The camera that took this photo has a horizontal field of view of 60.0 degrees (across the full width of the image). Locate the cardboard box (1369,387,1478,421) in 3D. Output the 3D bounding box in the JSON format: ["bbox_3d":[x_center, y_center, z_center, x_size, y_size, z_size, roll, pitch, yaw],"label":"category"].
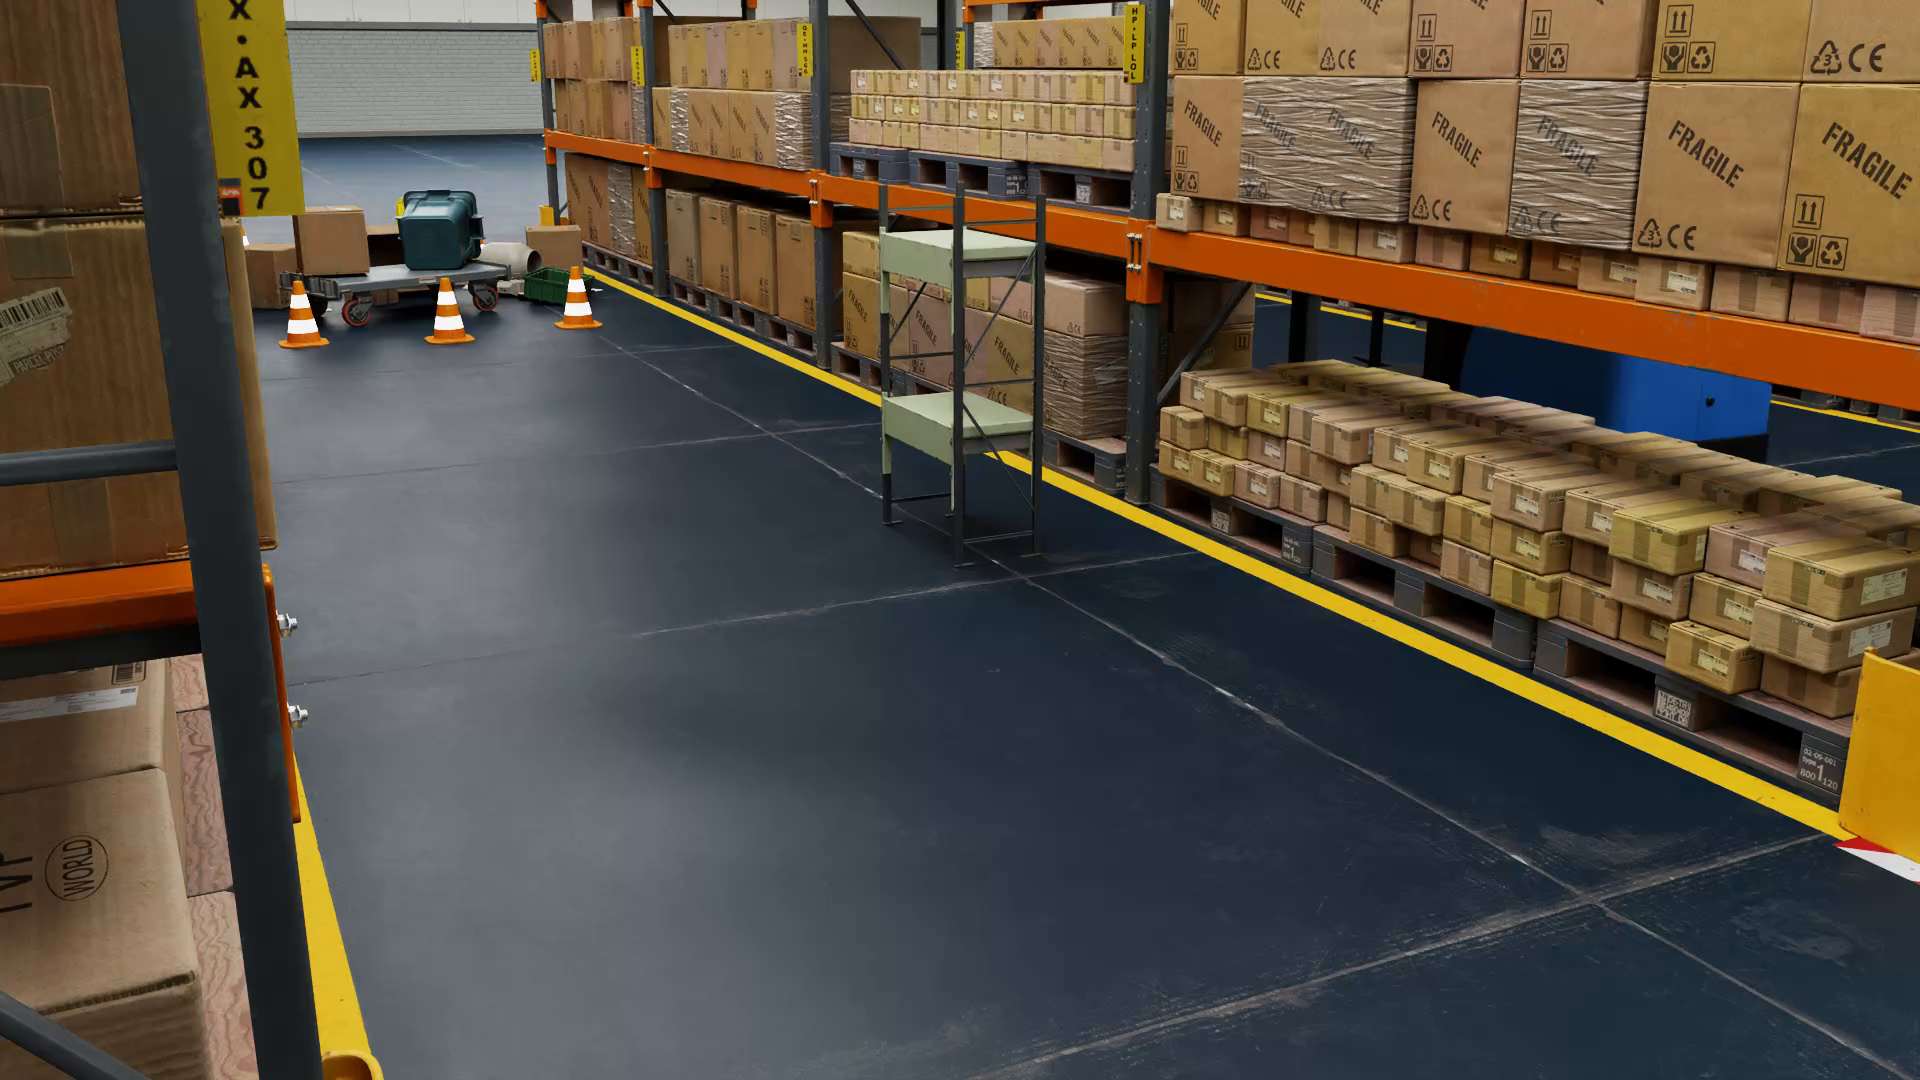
[{"bbox_3d":[1.951,-0.537,7.012,0.380,0.149,0.250,-7,17,-23],"label":"cardboard box"}]

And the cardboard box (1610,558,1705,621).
[{"bbox_3d":[2.290,0.123,5.252,0.380,0.149,0.250,-8,18,-27],"label":"cardboard box"}]

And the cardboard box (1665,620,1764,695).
[{"bbox_3d":[2.385,0.334,5.055,0.380,0.149,0.250,-7,17,-23],"label":"cardboard box"}]

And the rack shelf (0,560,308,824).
[{"bbox_3d":[-2.275,-0.204,3.829,1.077,0.370,4.000,-8,18,-25],"label":"rack shelf"}]

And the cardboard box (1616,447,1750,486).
[{"bbox_3d":[2.563,-0.219,5.905,0.380,0.149,0.250,-7,17,-23],"label":"cardboard box"}]

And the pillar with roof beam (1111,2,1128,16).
[{"bbox_3d":[0.559,-15.260,44.114,9.100,9.000,0.400,-8,18,-25],"label":"pillar with roof beam"}]

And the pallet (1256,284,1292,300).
[{"bbox_3d":[3.134,-2.391,15.201,1.003,0.211,1.213,-8,18,-25],"label":"pallet"}]

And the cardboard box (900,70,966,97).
[{"bbox_3d":[-0.130,-2.697,9.826,0.380,0.149,0.250,-8,18,-27],"label":"cardboard box"}]

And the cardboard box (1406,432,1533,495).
[{"bbox_3d":[1.881,-0.286,6.137,0.380,0.149,0.250,-8,18,-25],"label":"cardboard box"}]

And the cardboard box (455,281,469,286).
[{"bbox_3d":[-4.659,-2.542,15.629,0.396,0.266,0.258,-5,17,-15],"label":"cardboard box"}]

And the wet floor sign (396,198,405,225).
[{"bbox_3d":[-5.795,-3.281,17.514,0.267,0.644,0.232,-11,20,-34],"label":"wet floor sign"}]

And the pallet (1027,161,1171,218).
[{"bbox_3d":[1.050,-1.784,8.378,1.003,0.211,1.213,-8,18,-25],"label":"pallet"}]

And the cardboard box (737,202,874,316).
[{"bbox_3d":[-1.070,-2.160,12.656,1.050,0.750,0.750,-7,18,-24],"label":"cardboard box"}]

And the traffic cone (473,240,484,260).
[{"bbox_3d":[-5.046,-3.122,17.292,0.336,0.463,0.334,-8,18,-25],"label":"traffic cone"}]

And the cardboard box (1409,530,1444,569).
[{"bbox_3d":[1.914,0.001,6.217,0.380,0.149,0.250,-7,17,-23],"label":"cardboard box"}]

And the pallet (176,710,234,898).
[{"bbox_3d":[-2.350,0.795,4.097,1.003,0.211,1.213,-8,18,-25],"label":"pallet"}]

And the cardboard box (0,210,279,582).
[{"bbox_3d":[-1.351,-0.256,2.524,0.500,0.500,0.500,-8,18,-25],"label":"cardboard box"}]

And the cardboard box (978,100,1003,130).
[{"bbox_3d":[0.322,-2.295,8.964,0.380,0.149,0.250,-8,18,-25],"label":"cardboard box"}]

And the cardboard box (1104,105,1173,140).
[{"bbox_3d":[0.903,-1.968,7.826,0.380,0.149,0.250,-7,17,-23],"label":"cardboard box"}]

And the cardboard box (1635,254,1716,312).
[{"bbox_3d":[2.279,-0.790,5.023,0.380,0.149,0.250,-7,17,-23],"label":"cardboard box"}]

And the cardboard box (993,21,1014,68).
[{"bbox_3d":[0.709,-5.597,18.782,0.500,0.500,0.500,-8,18,-25],"label":"cardboard box"}]

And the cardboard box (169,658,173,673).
[{"bbox_3d":[-2.972,0.152,5.166,0.875,0.438,0.875,-8,18,-26],"label":"cardboard box"}]

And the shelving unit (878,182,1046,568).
[{"bbox_3d":[-0.003,-0.723,7.050,0.431,1.500,0.755,-8,18,-25],"label":"shelving unit"}]

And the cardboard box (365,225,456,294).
[{"bbox_3d":[-4.946,-2.526,14.896,0.797,0.637,0.503,-8,18,-25],"label":"cardboard box"}]

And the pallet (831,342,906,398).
[{"bbox_3d":[-0.157,-1.127,10.795,1.003,0.211,1.213,-8,18,-25],"label":"pallet"}]

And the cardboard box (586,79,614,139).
[{"bbox_3d":[-3.137,-4.216,16.233,0.875,0.550,0.500,-8,18,-25],"label":"cardboard box"}]

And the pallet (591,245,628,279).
[{"bbox_3d":[-3.051,-2.814,16.673,1.003,0.211,1.213,-8,18,-25],"label":"pallet"}]

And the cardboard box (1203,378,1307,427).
[{"bbox_3d":[1.287,-0.601,7.235,0.380,0.149,0.250,-7,17,-22],"label":"cardboard box"}]

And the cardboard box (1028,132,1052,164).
[{"bbox_3d":[0.571,-2.014,8.523,0.380,0.149,0.250,-9,18,-28],"label":"cardboard box"}]

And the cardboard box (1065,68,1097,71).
[{"bbox_3d":[1.614,-4.777,17.740,0.875,0.500,0.500,-8,18,-25],"label":"cardboard box"}]

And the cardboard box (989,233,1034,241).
[{"bbox_3d":[0.268,-1.760,10.357,0.500,0.250,0.500,-7,18,-24],"label":"cardboard box"}]

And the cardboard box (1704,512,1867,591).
[{"bbox_3d":[2.489,0.035,5.019,0.380,0.149,0.250,-7,18,-24],"label":"cardboard box"}]

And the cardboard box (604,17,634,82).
[{"bbox_3d":[-2.726,-4.462,15.132,0.875,0.550,0.550,-8,18,-25],"label":"cardboard box"}]

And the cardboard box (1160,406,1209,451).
[{"bbox_3d":[1.126,-0.515,7.476,0.380,0.149,0.250,-7,17,-22],"label":"cardboard box"}]

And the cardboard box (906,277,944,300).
[{"bbox_3d":[0.014,-1.572,9.701,0.500,0.250,0.500,-8,18,-24],"label":"cardboard box"}]

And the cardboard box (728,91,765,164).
[{"bbox_3d":[-1.373,-3.036,12.212,0.500,0.500,0.500,-8,18,-26],"label":"cardboard box"}]

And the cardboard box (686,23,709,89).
[{"bbox_3d":[-1.800,-3.932,13.520,0.700,0.500,0.500,-8,18,-26],"label":"cardboard box"}]

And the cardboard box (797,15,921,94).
[{"bbox_3d":[-0.686,-3.302,11.326,0.700,0.500,0.500,-8,18,-25],"label":"cardboard box"}]

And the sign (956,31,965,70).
[{"bbox_3d":[-0.014,-3.248,11.174,0.100,0.325,0.005,-8,18,-25],"label":"sign"}]

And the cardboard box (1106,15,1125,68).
[{"bbox_3d":[1.808,-4.977,16.624,0.500,0.500,0.500,-8,18,-25],"label":"cardboard box"}]

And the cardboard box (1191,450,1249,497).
[{"bbox_3d":[1.242,-0.306,7.285,0.380,0.149,0.250,-7,17,-23],"label":"cardboard box"}]

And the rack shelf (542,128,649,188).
[{"bbox_3d":[-3.126,-3.803,16.370,1.077,0.370,4.000,-8,18,-25],"label":"rack shelf"}]

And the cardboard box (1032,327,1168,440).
[{"bbox_3d":[0.704,-0.823,8.450,0.500,0.500,0.500,-8,18,-26],"label":"cardboard box"}]

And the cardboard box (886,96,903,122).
[{"bbox_3d":[-0.226,-2.608,10.057,0.380,0.149,0.250,-8,18,-27],"label":"cardboard box"}]

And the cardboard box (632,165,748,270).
[{"bbox_3d":[-2.463,-2.998,15.350,0.875,0.875,0.875,-7,18,-24],"label":"cardboard box"}]

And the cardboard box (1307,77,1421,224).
[{"bbox_3d":[1.656,-1.456,6.166,0.500,0.500,0.500,-8,18,-26],"label":"cardboard box"}]

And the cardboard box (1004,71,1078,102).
[{"bbox_3d":[0.454,-2.370,8.686,0.380,0.149,0.250,-8,18,-27],"label":"cardboard box"}]

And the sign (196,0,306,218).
[{"bbox_3d":[-0.897,-0.574,2.100,0.100,0.325,0.005,-8,18,-25],"label":"sign"}]

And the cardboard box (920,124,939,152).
[{"bbox_3d":[-0.009,-2.341,9.665,0.380,0.149,0.250,-7,17,-23],"label":"cardboard box"}]

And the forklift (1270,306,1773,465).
[{"bbox_3d":[2.816,-1.945,8.716,1.130,2.935,3.031,-7,17,-22],"label":"forklift"}]

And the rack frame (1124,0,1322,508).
[{"bbox_3d":[1.255,-1.669,7.630,1.000,3.000,0.127,-8,18,-25],"label":"rack frame"}]

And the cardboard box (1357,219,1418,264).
[{"bbox_3d":[1.705,-1.118,6.165,0.380,0.149,0.250,-7,17,-22],"label":"cardboard box"}]

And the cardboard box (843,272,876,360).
[{"bbox_3d":[-0.417,-1.455,10.654,0.500,0.500,0.500,-8,18,-27],"label":"cardboard box"}]

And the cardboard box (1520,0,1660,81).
[{"bbox_3d":[2.125,-1.686,5.155,0.500,0.500,0.500,-7,17,-22],"label":"cardboard box"}]

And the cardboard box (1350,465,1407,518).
[{"bbox_3d":[1.725,-0.199,6.373,0.380,0.149,0.250,-8,18,-25],"label":"cardboard box"}]

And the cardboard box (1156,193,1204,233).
[{"bbox_3d":[1.084,-1.439,7.282,0.380,0.149,0.250,-7,17,-23],"label":"cardboard box"}]
